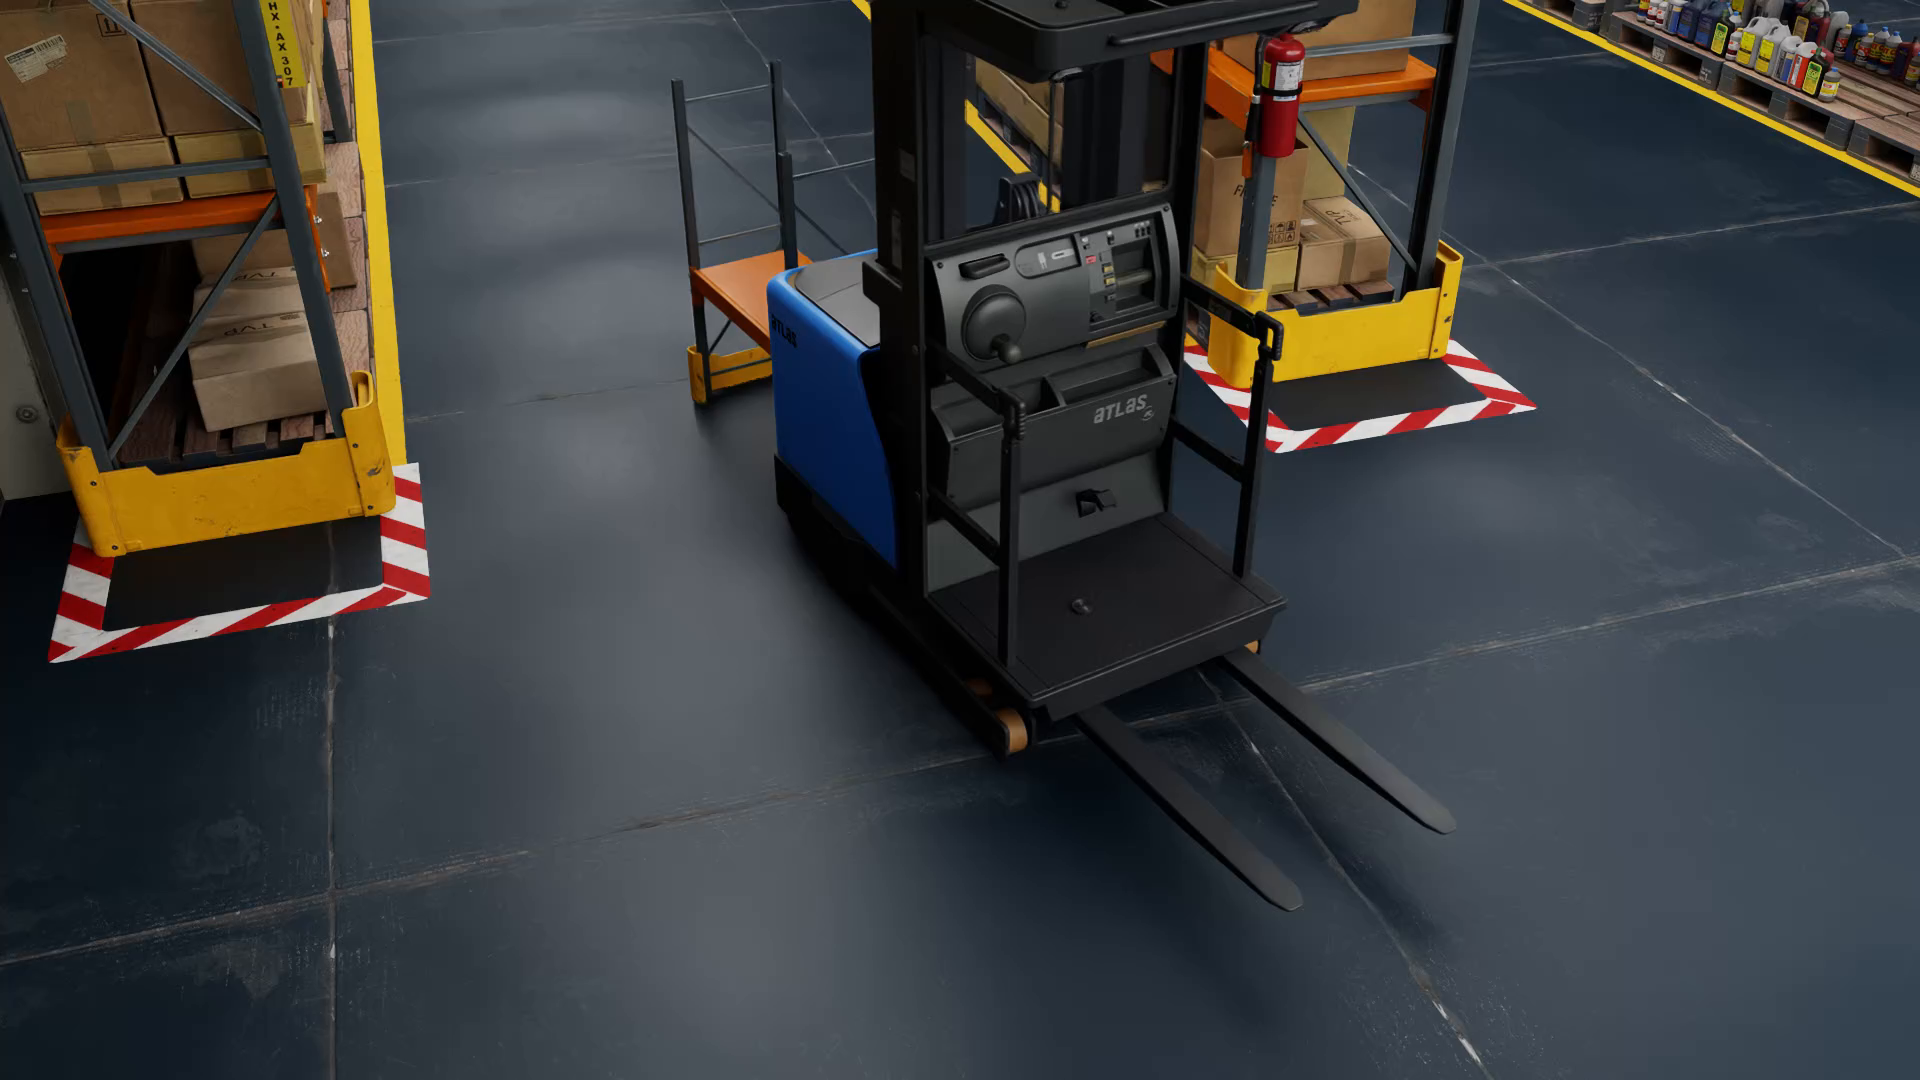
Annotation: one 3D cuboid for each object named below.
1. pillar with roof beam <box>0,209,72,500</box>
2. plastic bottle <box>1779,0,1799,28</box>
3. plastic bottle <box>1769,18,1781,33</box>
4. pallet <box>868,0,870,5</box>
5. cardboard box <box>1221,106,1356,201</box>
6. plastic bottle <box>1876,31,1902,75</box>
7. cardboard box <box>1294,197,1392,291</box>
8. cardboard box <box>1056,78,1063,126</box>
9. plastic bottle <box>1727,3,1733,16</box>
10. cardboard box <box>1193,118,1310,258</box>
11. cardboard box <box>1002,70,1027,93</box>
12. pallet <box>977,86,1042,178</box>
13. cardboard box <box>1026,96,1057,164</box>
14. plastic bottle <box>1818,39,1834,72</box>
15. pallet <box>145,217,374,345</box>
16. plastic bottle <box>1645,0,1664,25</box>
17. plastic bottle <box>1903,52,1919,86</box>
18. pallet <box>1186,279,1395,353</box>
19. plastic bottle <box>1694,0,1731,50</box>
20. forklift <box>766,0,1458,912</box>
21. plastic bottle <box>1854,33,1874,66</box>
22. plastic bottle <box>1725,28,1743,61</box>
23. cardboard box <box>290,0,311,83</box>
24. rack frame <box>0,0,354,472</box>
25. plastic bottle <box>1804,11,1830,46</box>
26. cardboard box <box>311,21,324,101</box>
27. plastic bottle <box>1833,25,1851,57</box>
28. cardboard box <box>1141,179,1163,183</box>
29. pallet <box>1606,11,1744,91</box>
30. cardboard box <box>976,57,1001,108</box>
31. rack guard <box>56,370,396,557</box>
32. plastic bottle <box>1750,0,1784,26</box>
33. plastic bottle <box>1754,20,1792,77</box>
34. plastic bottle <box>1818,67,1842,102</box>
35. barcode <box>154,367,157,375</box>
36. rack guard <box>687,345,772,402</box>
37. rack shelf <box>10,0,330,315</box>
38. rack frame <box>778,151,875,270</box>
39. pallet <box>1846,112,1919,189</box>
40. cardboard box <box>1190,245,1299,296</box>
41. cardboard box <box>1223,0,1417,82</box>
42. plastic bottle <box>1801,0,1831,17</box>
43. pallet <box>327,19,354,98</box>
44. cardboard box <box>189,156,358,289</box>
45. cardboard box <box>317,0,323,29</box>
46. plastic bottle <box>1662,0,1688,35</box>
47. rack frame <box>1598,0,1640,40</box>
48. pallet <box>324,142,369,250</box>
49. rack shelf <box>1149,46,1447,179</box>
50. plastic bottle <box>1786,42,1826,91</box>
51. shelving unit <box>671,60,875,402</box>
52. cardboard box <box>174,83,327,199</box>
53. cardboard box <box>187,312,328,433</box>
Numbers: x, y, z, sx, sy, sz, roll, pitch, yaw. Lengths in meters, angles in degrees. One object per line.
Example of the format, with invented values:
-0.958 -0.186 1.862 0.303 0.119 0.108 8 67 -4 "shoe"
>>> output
0.128 -4.770 5.806 9.100 9.000 0.400 -10 35 -15 "pillar with roof beam"
5.810 -3.775 11.746 0.144 0.351 0.185 -12 35 -17 "plastic bottle"
5.452 -3.357 11.180 0.152 0.276 0.135 -10 35 -15 "plastic bottle"
-0.076 -4.115 12.785 1.003 0.211 1.213 -10 35 -15 "pallet"
1.676 -2.078 8.607 0.500 0.500 0.500 -10 35 -15 "cardboard box"
6.140 -3.217 10.973 0.097 0.271 0.097 0 33 0 "plastic bottle"
1.830 -1.503 8.417 0.500 0.250 0.500 -10 35 -15 "cardboard box"
0.865 -2.514 9.266 0.500 0.500 0.500 -10 35 -15 "cardboard box"
5.290 -3.583 11.527 0.097 0.271 0.097 0 33 0 "plastic bottle"
1.335 -1.728 8.078 0.500 0.500 0.500 -10 35 -15 "cardboard box"
0.565 -3.040 10.062 0.500 0.500 0.500 -10 35 -15 "cardboard box"
0.764 -2.668 10.596 1.003 0.211 1.213 -10 35 -15 "pallet"
0.710 -2.463 9.870 0.500 0.250 0.500 -10 35 -15 "cardboard box"
5.573 -3.083 10.760 0.061 0.283 0.133 -10 35 -15 "plastic bottle"
-3.540 -1.269 8.480 1.003 0.211 1.213 -10 35 -15 "pallet"
4.991 -3.809 11.932 0.097 0.201 0.097 0 33 0 "plastic bottle"
6.212 -3.062 10.802 0.097 0.201 0.097 0 33 0 "plastic bottle"
1.509 -1.387 8.658 1.003 0.211 1.213 -10 35 -15 "pallet"
5.189 -3.573 11.440 0.144 0.351 0.185 -11 35 -17 "plastic bottle"
0.439 -0.786 5.281 1.130 2.935 3.031 -18 38 -26 "forklift"
6.079 -3.292 11.150 0.097 0.201 0.097 0 33 0 "plastic bottle"
5.253 -3.358 11.250 0.097 0.201 0.097 0 33 0 "plastic bottle"
-2.935 -2.142 6.708 0.500 0.500 0.500 -10 35 -15 "cardboard box"
-2.935 -1.321 6.028 1.000 3.000 0.127 -10 35 -15 "rack frame"
5.853 -3.473 11.350 0.061 0.283 0.133 -10 35 -15 "plastic bottle"
-3.103 -2.115 7.348 0.500 0.250 0.500 -11 35 -15 "cardboard box"
6.016 -3.400 11.313 0.097 0.201 0.097 0 33 0 "plastic bottle"
1.019 -1.939 9.076 0.500 0.250 0.500 -10 35 -15 "cardboard box"
5.445 -3.564 11.952 1.003 0.211 1.213 -10 35 -15 "pallet"
0.414 -2.990 10.667 0.500 0.250 0.500 -10 35 -15 "cardboard box"
-2.958 -0.318 6.778 1.175 0.500 0.348 -10 35 -15 "rack guard"
5.676 -3.706 11.709 0.152 0.276 0.135 -10 35 -15 "plastic bottle"
5.375 -3.252 10.954 0.144 0.351 0.185 -9 34 -13 "plastic bottle"
5.523 -2.894 10.547 0.097 0.201 0.097 0 33 0 "plastic bottle"
-3.446 -0.707 7.131 0.001 0.075 0.075 -10 35 -15 "barcode"
-0.986 -0.842 7.797 0.587 0.250 0.087 -18 38 -26 "rack guard"
-3.545 -2.071 7.816 1.077 0.370 4.000 -10 35 -15 "rack shelf"
-0.460 -0.885 6.728 0.500 1.500 0.032 -18 38 -26 "rack frame"
6.190 -2.283 10.014 1.003 0.211 1.213 -10 35 -15 "pallet"
1.337 -1.416 8.285 0.500 0.250 0.500 -10 35 -15 "cardboard box"
1.652 -2.445 7.639 0.700 0.500 0.500 -10 35 -15 "cardboard box"
5.908 -3.606 11.489 0.144 0.351 0.185 -10 35 -15 "plastic bottle"
-4.769 -3.308 11.565 1.003 0.211 1.213 -10 35 -15 "pallet"
-3.410 -1.533 8.217 0.700 0.500 0.500 -12 35 -18 "cardboard box"
-3.409 -2.645 8.149 0.500 0.250 0.500 -10 35 -15 "cardboard box"
5.085 -3.728 11.743 0.152 0.276 0.135 -9 34 -13 "plastic bottle"
5.280 -5.087 11.728 1.000 3.000 0.127 -10 35 -15 "rack frame"
-3.916 -1.911 9.451 1.003 0.211 1.213 -10 35 -15 "pallet"
1.172 -2.906 9.079 1.077 0.370 4.000 -10 35 -15 "rack shelf"
5.472 -3.062 10.734 0.152 0.276 0.135 -10 35 -14 "plastic bottle"
-0.728 -1.129 7.097 0.587 1.500 1.083 -18 38 -26 "shelving unit"
-2.781 -1.576 6.533 0.500 0.250 0.500 -11 35 -16 "cardboard box"
-3.060 -0.761 7.221 0.500 0.311 0.500 -14 36 -20 "cardboard box"
